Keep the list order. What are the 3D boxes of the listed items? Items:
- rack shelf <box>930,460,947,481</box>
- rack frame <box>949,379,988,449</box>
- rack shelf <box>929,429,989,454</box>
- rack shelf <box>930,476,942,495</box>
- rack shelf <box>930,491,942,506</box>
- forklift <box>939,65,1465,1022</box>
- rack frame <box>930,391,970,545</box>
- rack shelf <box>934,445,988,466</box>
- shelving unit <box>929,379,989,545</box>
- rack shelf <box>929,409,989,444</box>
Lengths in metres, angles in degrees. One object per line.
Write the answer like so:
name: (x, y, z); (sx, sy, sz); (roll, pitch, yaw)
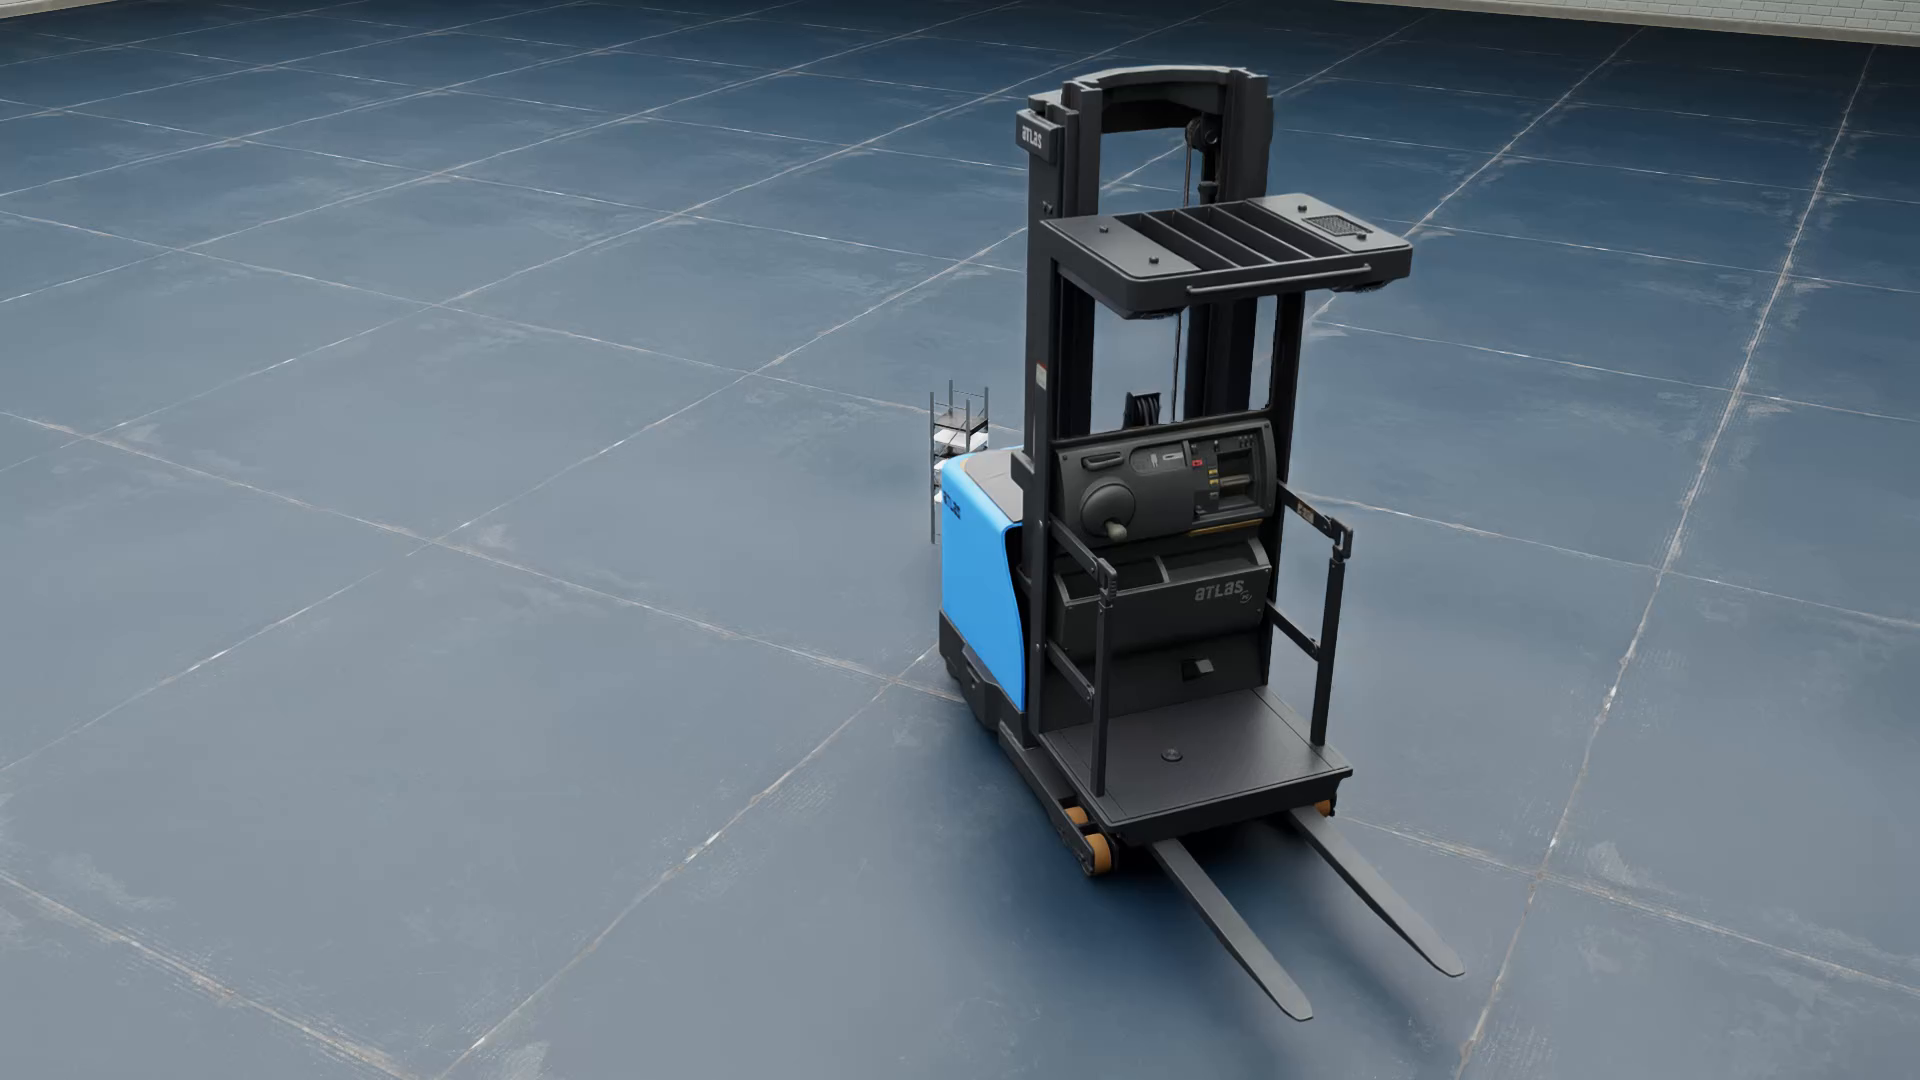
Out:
rack shelf: (-0.004, -0.369, 9.057); (0.258, 0.077, 0.200); (14, 30, 26)
rack frame: (0.046, -0.439, 9.121); (0.240, 0.900, 0.006); (14, 30, 26)
rack shelf: (-0.004, -0.530, 8.977); (0.258, 0.077, 0.200); (14, 30, 26)
rack shelf: (-0.004, -0.289, 9.097); (0.258, 0.077, 0.200); (14, 30, 26)
rack shelf: (-0.004, -0.208, 9.138); (0.258, 0.077, 0.200); (14, 30, 26)
forklift: (0.901, -0.192, 6.360); (1.130, 2.935, 3.031); (-10, 28, -19)
rack frame: (-0.054, -0.360, 8.963); (0.240, 0.900, 0.006); (14, 30, 26)
rack shelf: (-0.004, -0.450, 9.017); (0.258, 0.077, 0.200); (14, 30, 26)
shelving unit: (-0.004, -0.399, 9.042); (0.258, 0.900, 0.210); (14, 30, 26)
rack shelf: (-0.004, -0.611, 8.936); (0.258, 0.077, 0.200); (14, 30, 26)
